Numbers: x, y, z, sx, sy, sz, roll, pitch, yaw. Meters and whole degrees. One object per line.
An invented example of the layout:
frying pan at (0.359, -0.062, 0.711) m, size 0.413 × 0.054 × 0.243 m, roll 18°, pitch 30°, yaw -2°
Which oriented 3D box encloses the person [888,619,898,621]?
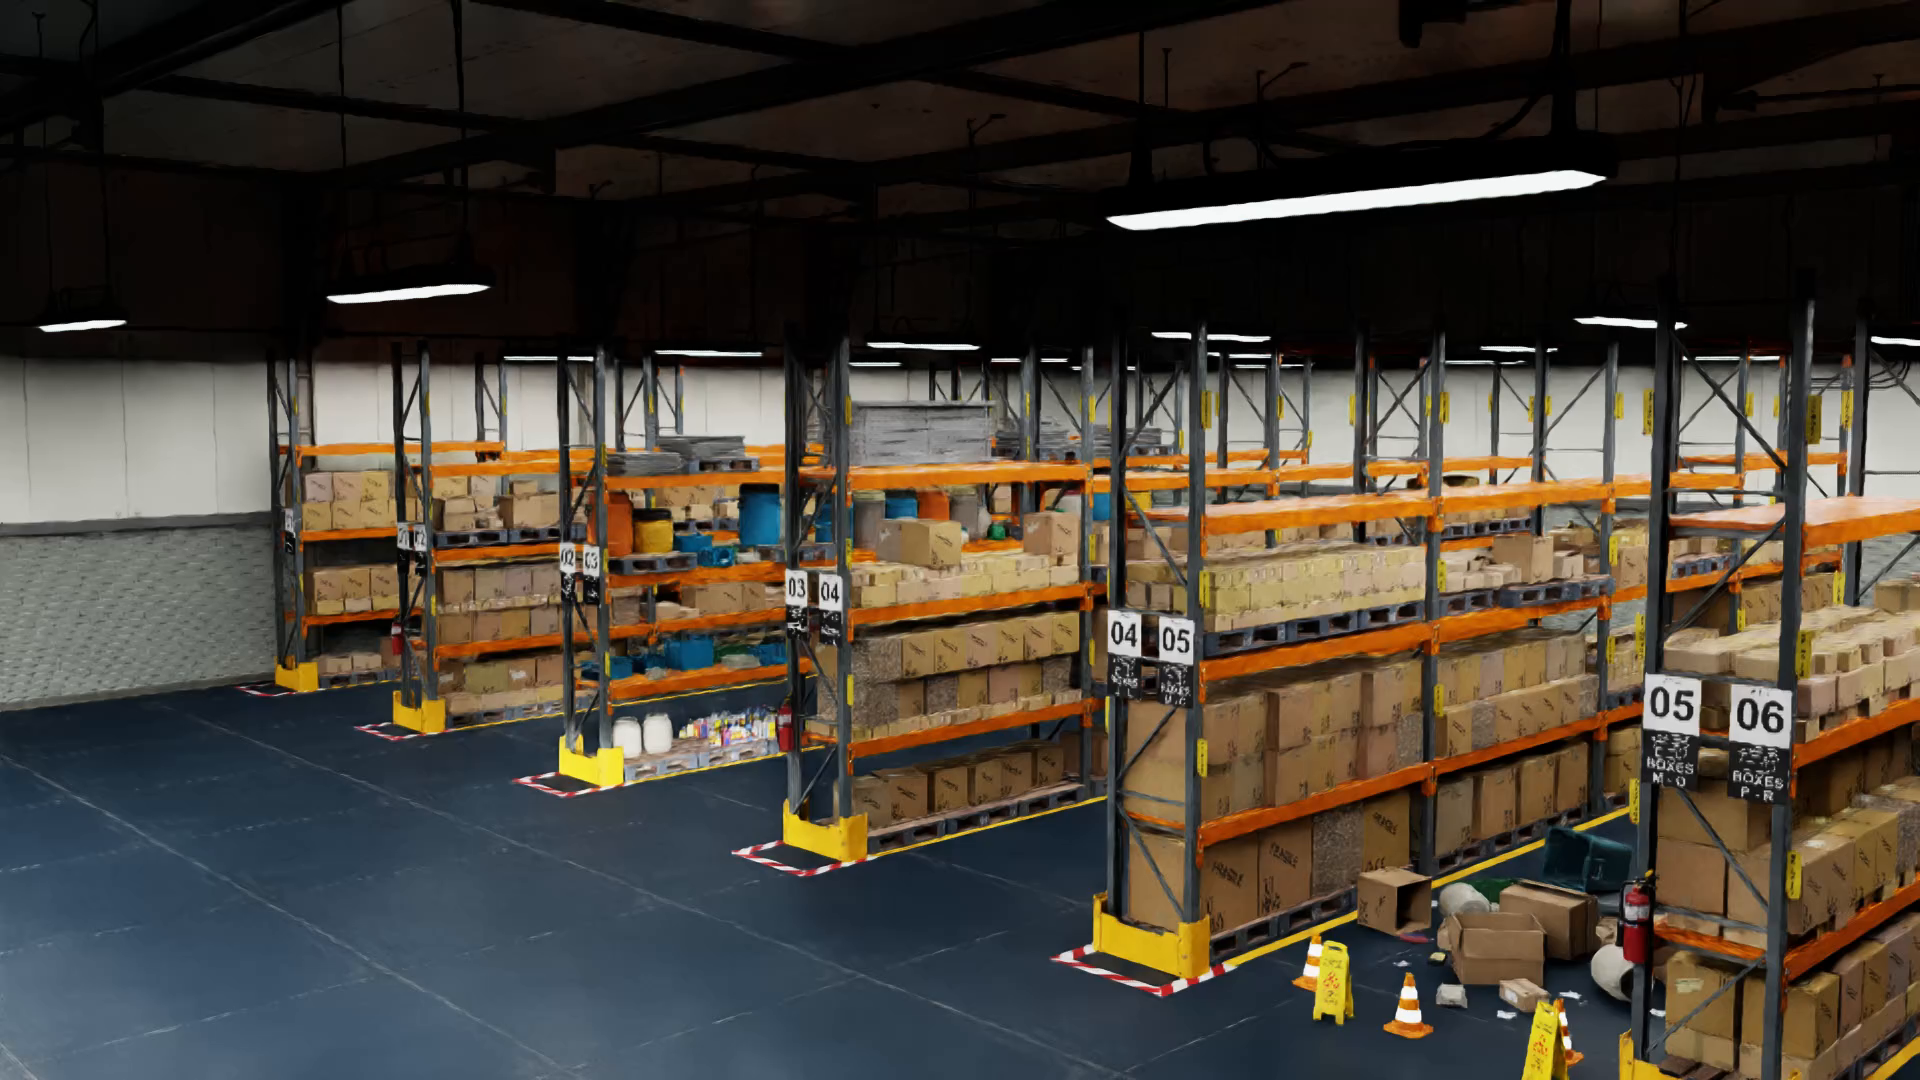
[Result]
person at (-1.117, 1.789, 29.038) m, size 1.043 × 1.733 × 0.577 m, roll -5°, pitch 7°, yaw -45°
